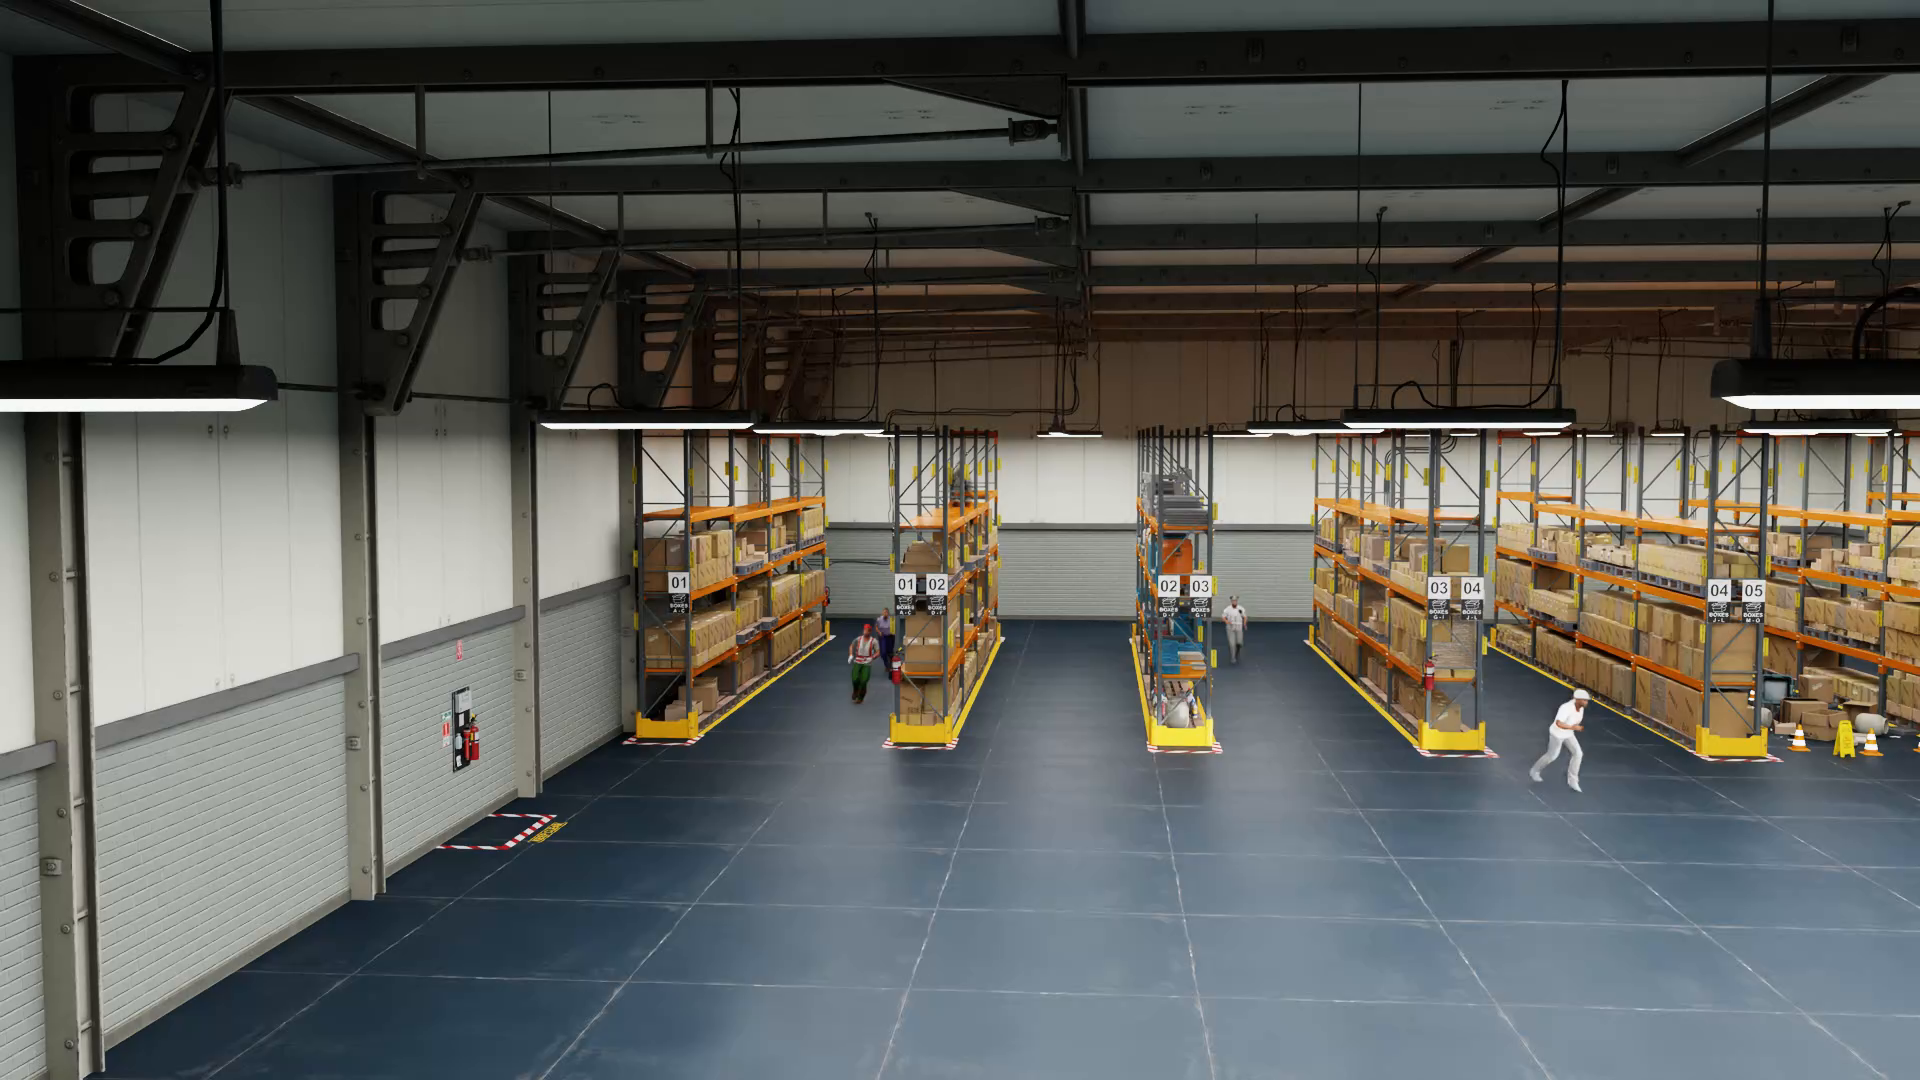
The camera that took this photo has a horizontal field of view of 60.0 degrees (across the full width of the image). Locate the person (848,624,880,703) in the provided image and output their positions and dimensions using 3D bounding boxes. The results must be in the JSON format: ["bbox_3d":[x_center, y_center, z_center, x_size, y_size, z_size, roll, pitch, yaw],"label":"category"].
[{"bbox_3d":[-2.082,2.690,36.067,0.714,1.722,0.519,0,3,5],"label":"person"}]

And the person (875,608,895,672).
[{"bbox_3d":[-1.815,2.464,41.287,0.591,1.601,0.714,0,3,8],"label":"person"}]

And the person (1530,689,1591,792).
[{"bbox_3d":[9.882,3.272,27.359,0.745,1.713,1.035,-3,5,-41],"label":"person"}]

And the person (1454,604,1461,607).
[{"bbox_3d":[14.103,2.037,47.007,0.544,1.741,0.741,-3,4,-38],"label":"person"}]

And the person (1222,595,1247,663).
[{"bbox_3d":[7.076,2.287,42.771,0.659,1.743,0.566,0,3,3],"label":"person"}]
